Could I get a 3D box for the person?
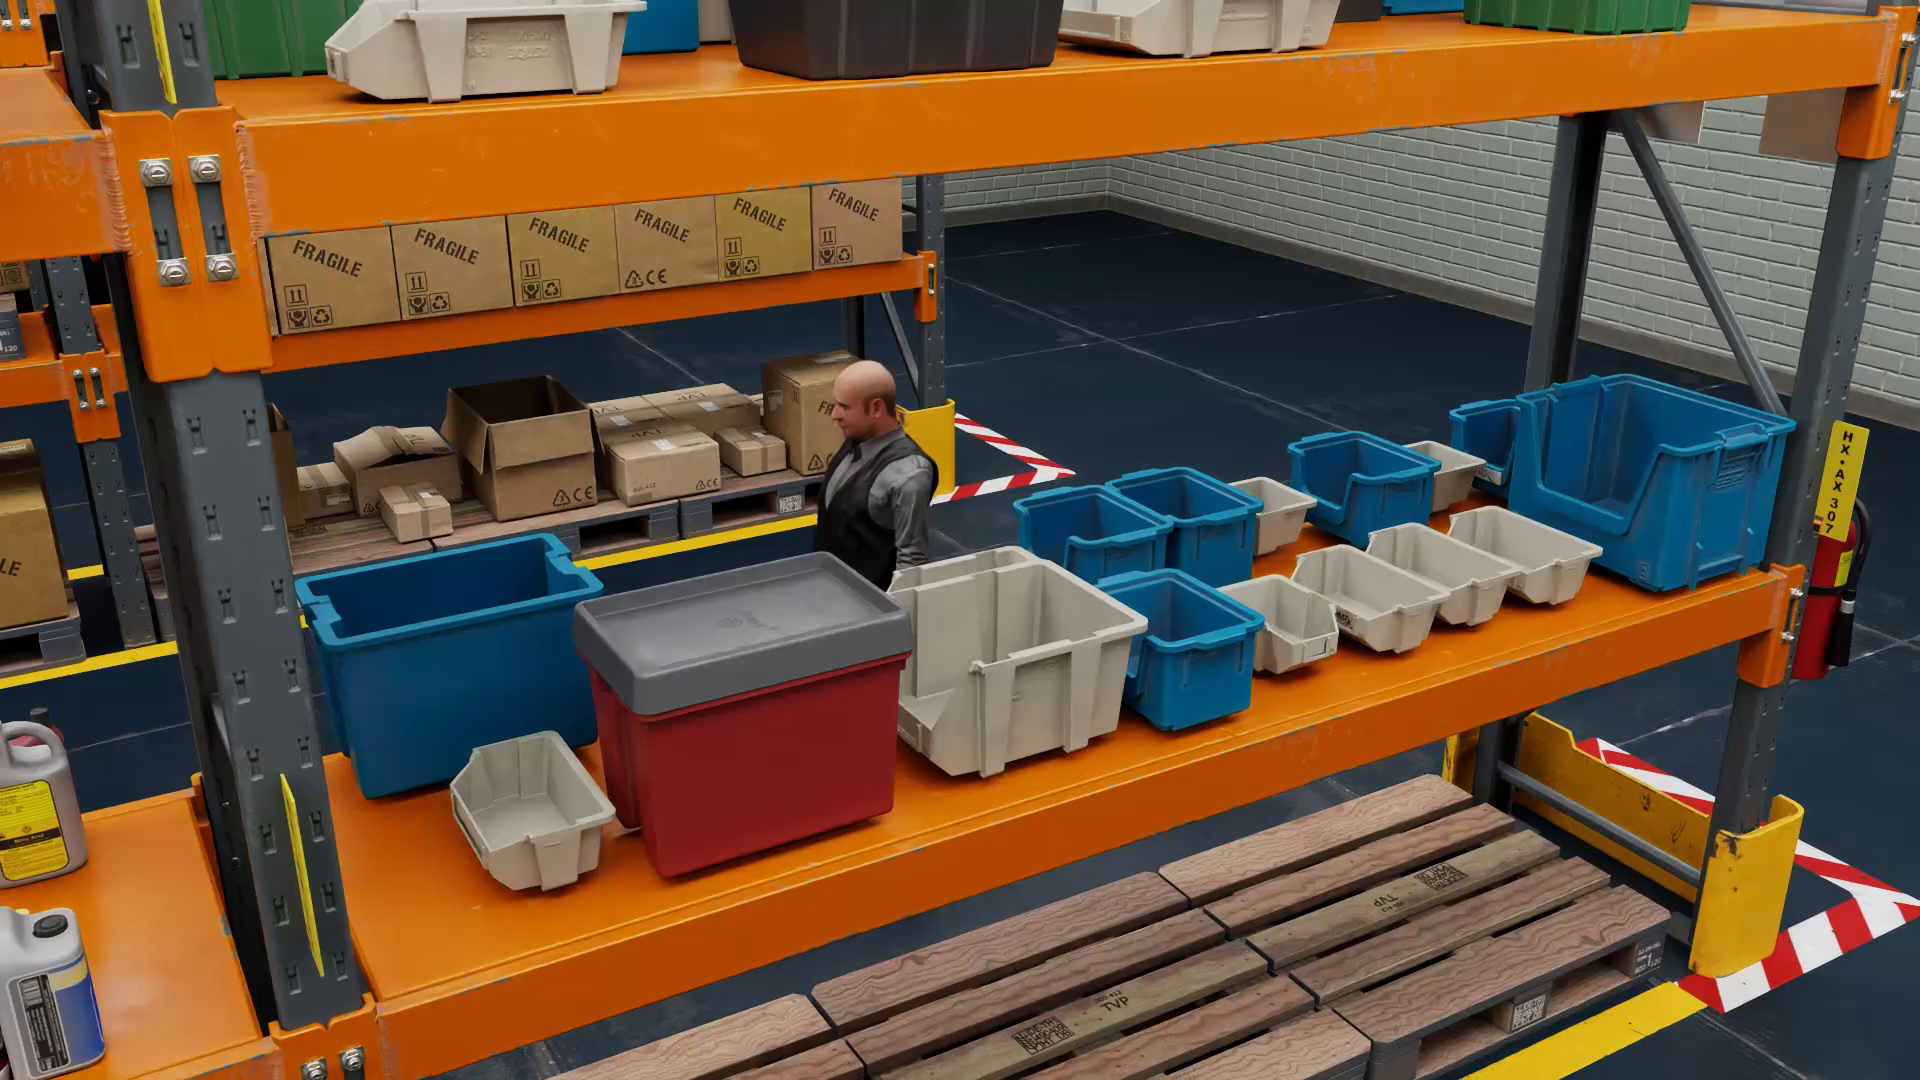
[{"bbox_3d":[-0.332,0.263,5.430,0.625,1.712,0.549,-12,24,-27],"label":"person"}]
